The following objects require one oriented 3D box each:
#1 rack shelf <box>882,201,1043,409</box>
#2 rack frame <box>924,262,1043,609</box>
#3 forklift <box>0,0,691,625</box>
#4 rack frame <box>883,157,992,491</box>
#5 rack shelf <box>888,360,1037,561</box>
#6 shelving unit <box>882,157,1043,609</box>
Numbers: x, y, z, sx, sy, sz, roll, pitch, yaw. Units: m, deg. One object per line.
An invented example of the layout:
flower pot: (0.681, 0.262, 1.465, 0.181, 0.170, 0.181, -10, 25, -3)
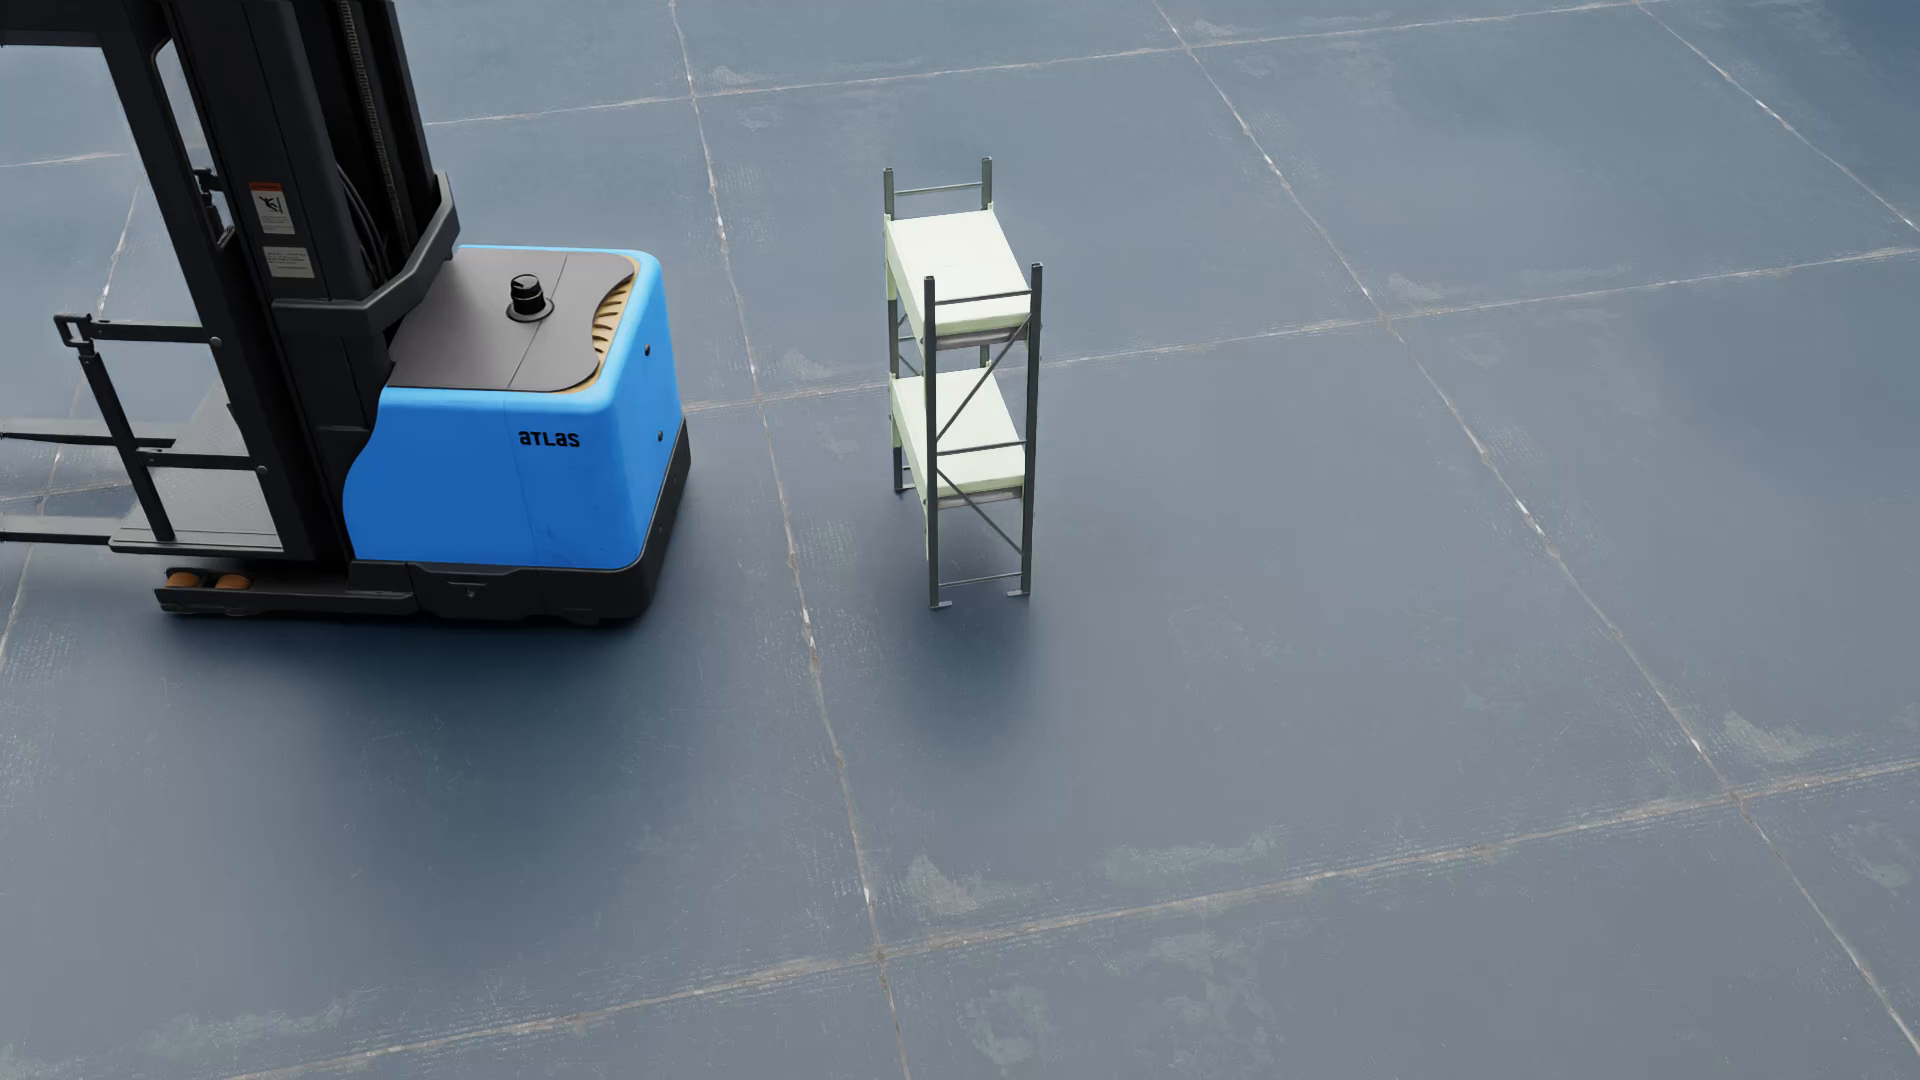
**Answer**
rack shelf: (-0.001, -0.857, 5.998, 0.431, 0.370, 0.720, -8, 42, -9)
rack frame: (0.078, -0.328, 5.990, 0.400, 1.500, 0.023, -8, 42, -9)
forklift: (-2.671, -1.149, 5.837, 3.031, 2.935, 1.130, 2, 42, 3)
rack frame: (-0.080, -0.802, 6.524, 0.400, 1.500, 0.023, -8, 42, -9)
rack shelf: (-0.001, -0.321, 6.473, 0.431, 0.370, 0.720, -8, 42, -9)
shelving unit: (-0.001, -0.565, 6.257, 0.431, 1.500, 0.755, -8, 42, -9)
